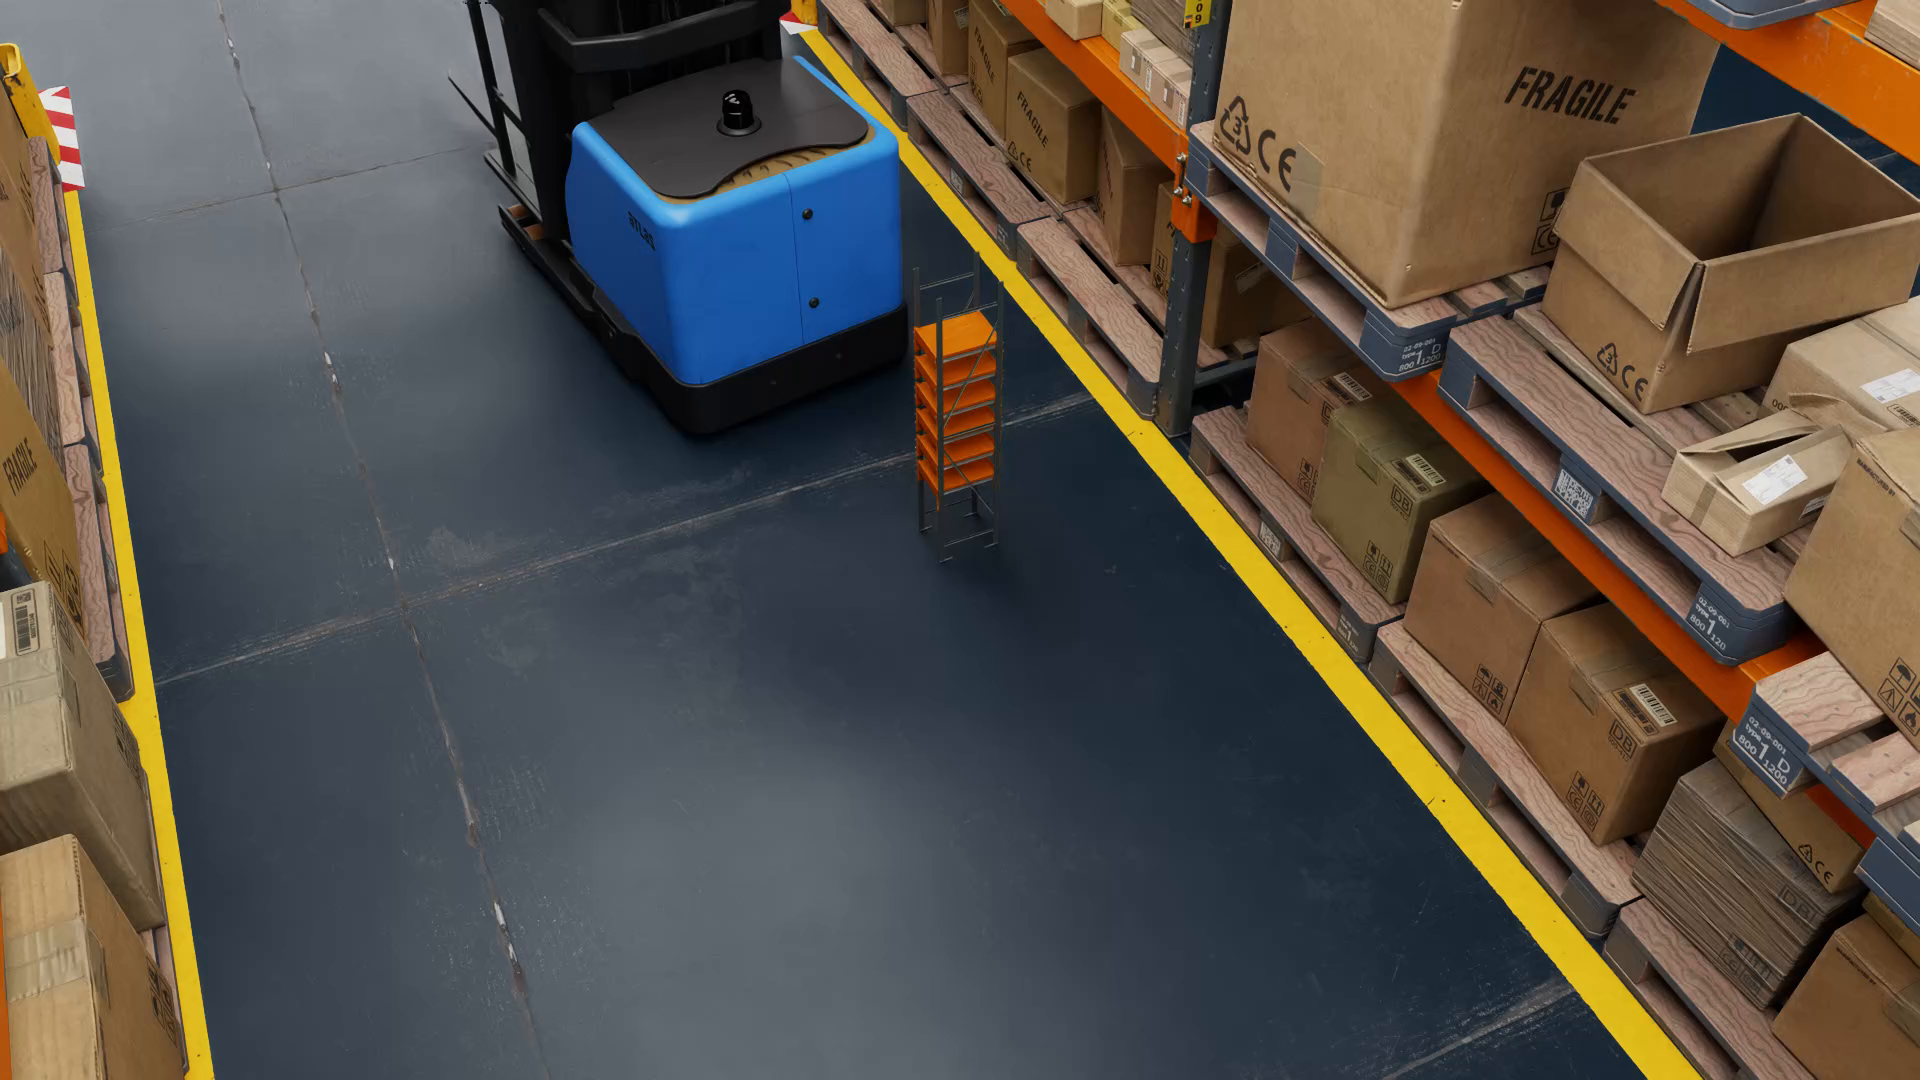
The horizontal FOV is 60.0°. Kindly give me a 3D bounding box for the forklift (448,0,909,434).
[{"bbox_3d":[-1.447,-2.471,6.668,1.130,2.935,3.031,-25,50,-23],"label":"forklift"}]

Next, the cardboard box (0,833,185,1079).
[{"bbox_3d":[-2.534,1.384,4.015,1.050,0.750,0.750,-18,47,-17],"label":"cardboard box"}]

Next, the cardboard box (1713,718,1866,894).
[{"bbox_3d":[2.405,0.609,4.429,0.500,0.250,0.500,-13,46,-13],"label":"cardboard box"}]

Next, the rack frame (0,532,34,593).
[{"bbox_3d":[-3.279,-0.253,4.370,1.000,3.000,0.127,-18,47,-17],"label":"rack frame"}]

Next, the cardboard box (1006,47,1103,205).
[{"bbox_3d":[0.552,-1.915,7.535,0.500,0.500,0.500,-22,49,-21],"label":"cardboard box"}]

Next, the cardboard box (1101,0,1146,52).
[{"bbox_3d":[0.760,-1.953,6.272,0.380,0.149,0.250,-18,47,-17],"label":"cardboard box"}]

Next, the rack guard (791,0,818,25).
[{"bbox_3d":[-0.386,-3.264,9.202,1.175,0.500,0.348,-18,47,-17],"label":"rack guard"}]

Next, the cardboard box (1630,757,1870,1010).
[{"bbox_3d":[2.401,0.859,4.711,0.700,0.500,0.500,-22,49,-21],"label":"cardboard box"}]

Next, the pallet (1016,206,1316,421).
[{"bbox_3d":[0.949,-1.078,7.192,1.003,0.211,1.213,-18,47,-17],"label":"pallet"}]

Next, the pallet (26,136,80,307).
[{"bbox_3d":[-4.554,-1.323,7.440,1.003,0.211,1.213,-18,47,-17],"label":"pallet"}]

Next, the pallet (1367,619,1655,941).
[{"bbox_3d":[2.109,0.614,5.477,1.003,0.211,1.213,-18,47,-17],"label":"pallet"}]

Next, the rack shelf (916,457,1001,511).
[{"bbox_3d":[-0.006,-0.234,6.038,0.258,0.103,0.180,-18,47,-17],"label":"rack shelf"}]

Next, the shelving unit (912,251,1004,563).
[{"bbox_3d":[-0.006,-0.436,5.838,0.258,1.200,0.189,-18,47,-17],"label":"shelving unit"}]

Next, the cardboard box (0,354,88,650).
[{"bbox_3d":[-3.480,-0.067,5.396,0.875,0.875,0.875,-17,47,-17],"label":"cardboard box"}]

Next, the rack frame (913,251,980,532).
[{"bbox_3d":[-0.045,-0.495,5.897,0.240,1.200,0.006,-18,47,-17],"label":"rack frame"}]

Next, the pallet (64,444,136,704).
[{"bbox_3d":[-3.528,0.232,5.864,1.003,0.211,1.213,-18,47,-17],"label":"pallet"}]

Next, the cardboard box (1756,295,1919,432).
[{"bbox_3d":[2.450,-0.336,4.263,0.500,0.250,0.500,-19,48,-19],"label":"cardboard box"}]

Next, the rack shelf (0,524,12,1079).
[{"bbox_3d":[-2.438,1.278,3.331,1.077,0.370,4.000,-18,47,-17],"label":"rack shelf"}]

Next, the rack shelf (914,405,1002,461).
[{"bbox_3d":[-0.006,-0.405,5.869,0.258,0.103,0.180,-18,47,-17],"label":"rack shelf"}]

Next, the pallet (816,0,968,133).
[{"bbox_3d":[-0.076,-2.633,8.768,1.003,0.211,1.213,-18,47,-17],"label":"pallet"}]

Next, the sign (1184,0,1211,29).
[{"bbox_3d":[0.775,-1.796,5.318,0.100,0.325,0.005,-18,47,-17],"label":"sign"}]

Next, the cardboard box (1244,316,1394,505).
[{"bbox_3d":[1.503,-0.522,6.110,0.700,0.500,0.500,-22,49,-20],"label":"cardboard box"}]

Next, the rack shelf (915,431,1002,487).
[{"bbox_3d":[-0.006,-0.319,5.953,0.258,0.103,0.180,-18,47,-17],"label":"rack shelf"}]

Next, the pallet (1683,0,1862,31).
[{"bbox_3d":[1.866,-1.569,3.702,1.213,0.211,1.003,-18,47,-17],"label":"pallet"}]

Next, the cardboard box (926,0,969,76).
[{"bbox_3d":[0.112,-2.688,8.319,0.500,0.500,0.500,-7,45,-7],"label":"cardboard box"}]

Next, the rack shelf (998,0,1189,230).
[{"bbox_3d":[0.423,-2.671,7.334,1.077,0.370,4.000,-18,47,-17],"label":"rack shelf"}]

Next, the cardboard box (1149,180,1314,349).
[{"bbox_3d":[1.132,-1.179,6.790,0.500,0.500,0.500,-19,48,-19],"label":"cardboard box"}]

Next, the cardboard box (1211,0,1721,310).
[{"bbox_3d":[1.471,-1.468,4.876,1.000,1.000,1.000,-18,47,-17],"label":"cardboard box"}]

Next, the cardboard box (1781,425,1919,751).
[{"bbox_3d":[2.357,0.053,3.691,0.700,0.500,0.500,-12,46,-12],"label":"cardboard box"}]

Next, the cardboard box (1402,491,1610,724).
[{"bbox_3d":[1.922,0.144,5.435,0.700,0.500,0.500,-22,49,-21],"label":"cardboard box"}]

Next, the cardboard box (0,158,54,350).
[{"bbox_3d":[-4.244,-1.222,6.567,0.875,0.875,0.875,-19,48,-18],"label":"cardboard box"}]

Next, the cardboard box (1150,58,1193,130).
[{"bbox_3d":[0.907,-1.614,5.929,0.380,0.149,0.250,-18,47,-17],"label":"cardboard box"}]

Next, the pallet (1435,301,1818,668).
[{"bbox_3d":[2.076,-0.285,4.540,1.003,0.211,1.213,-18,47,-17],"label":"pallet"}]

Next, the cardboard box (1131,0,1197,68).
[{"bbox_3d":[1.131,-2.099,5.959,0.875,0.500,0.500,-18,47,-17],"label":"cardboard box"}]
